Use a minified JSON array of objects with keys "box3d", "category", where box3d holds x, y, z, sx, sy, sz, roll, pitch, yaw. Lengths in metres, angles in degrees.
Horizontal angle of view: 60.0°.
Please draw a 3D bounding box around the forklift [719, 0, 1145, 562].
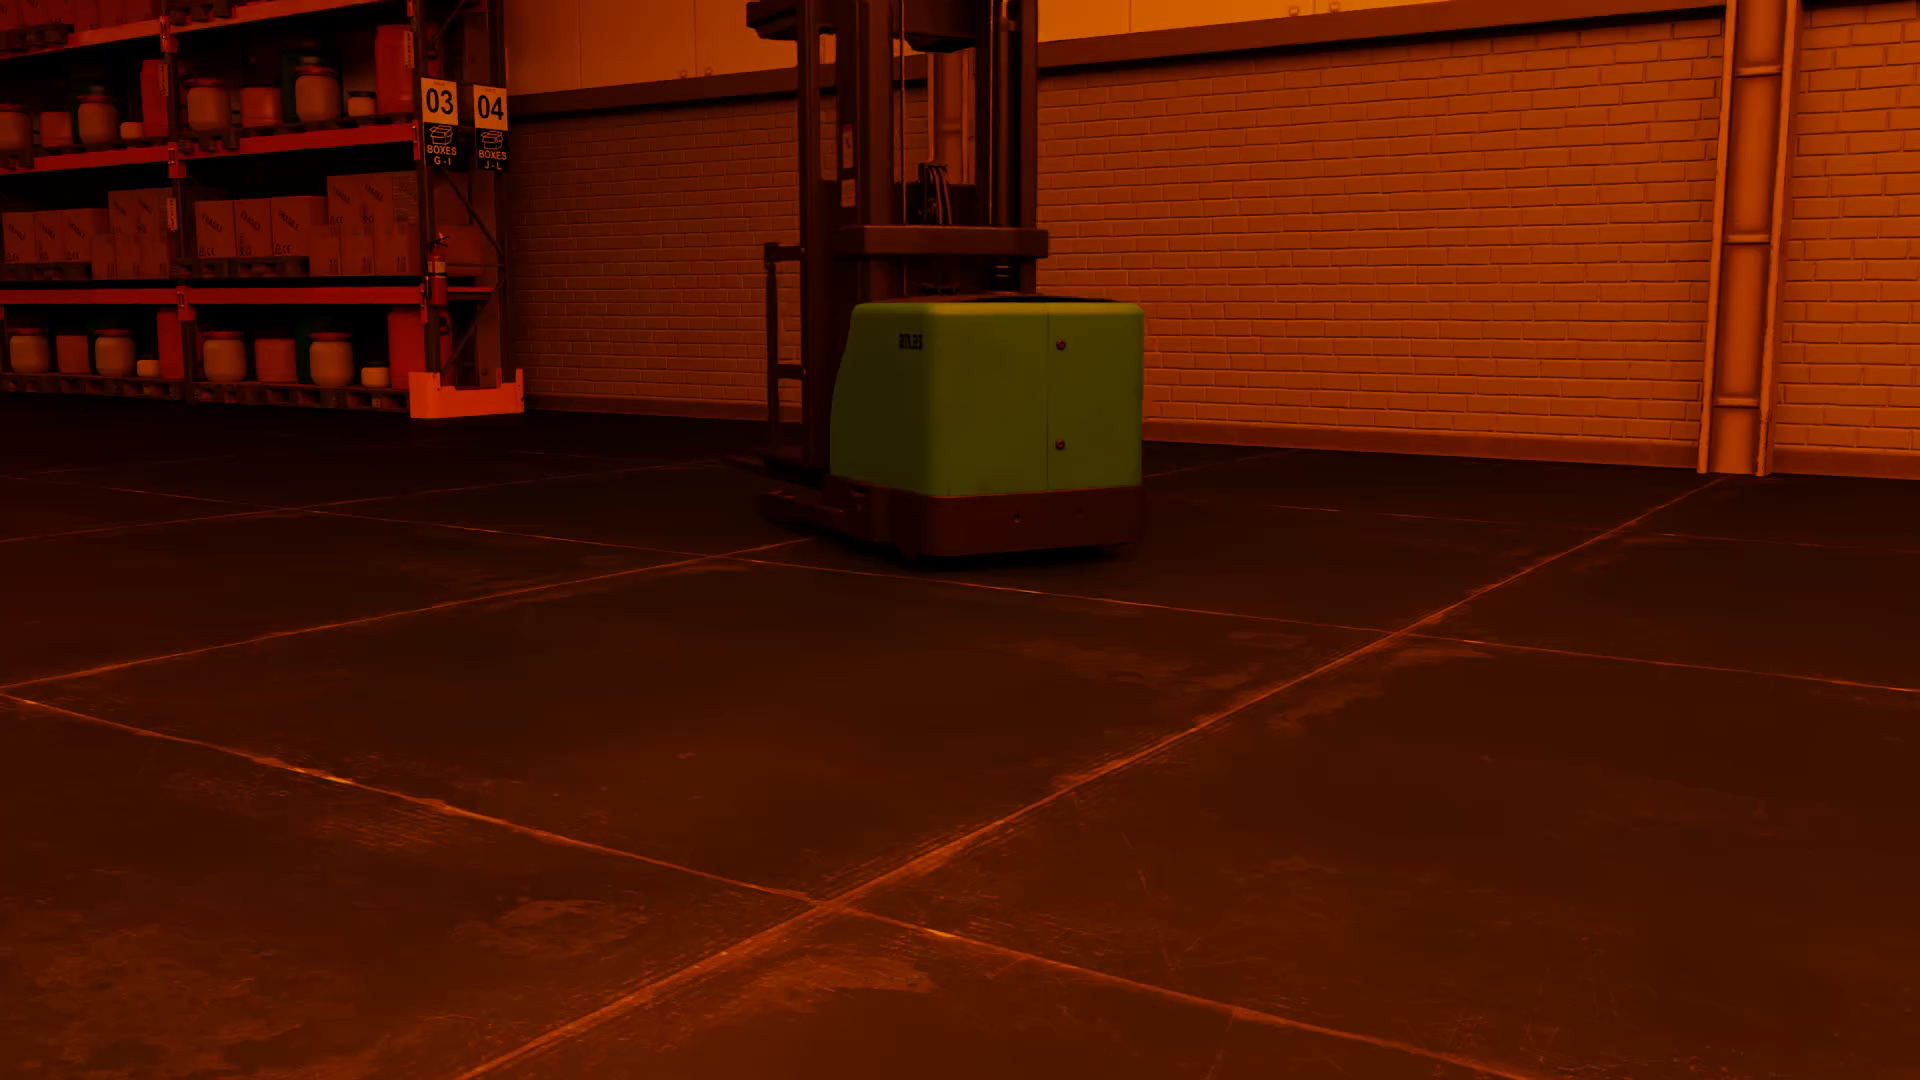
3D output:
[{"box3d":[-0.347,-1.531,7.960,1.130,2.935,3.031,-4,9,-28],"category":"forklift"}]
